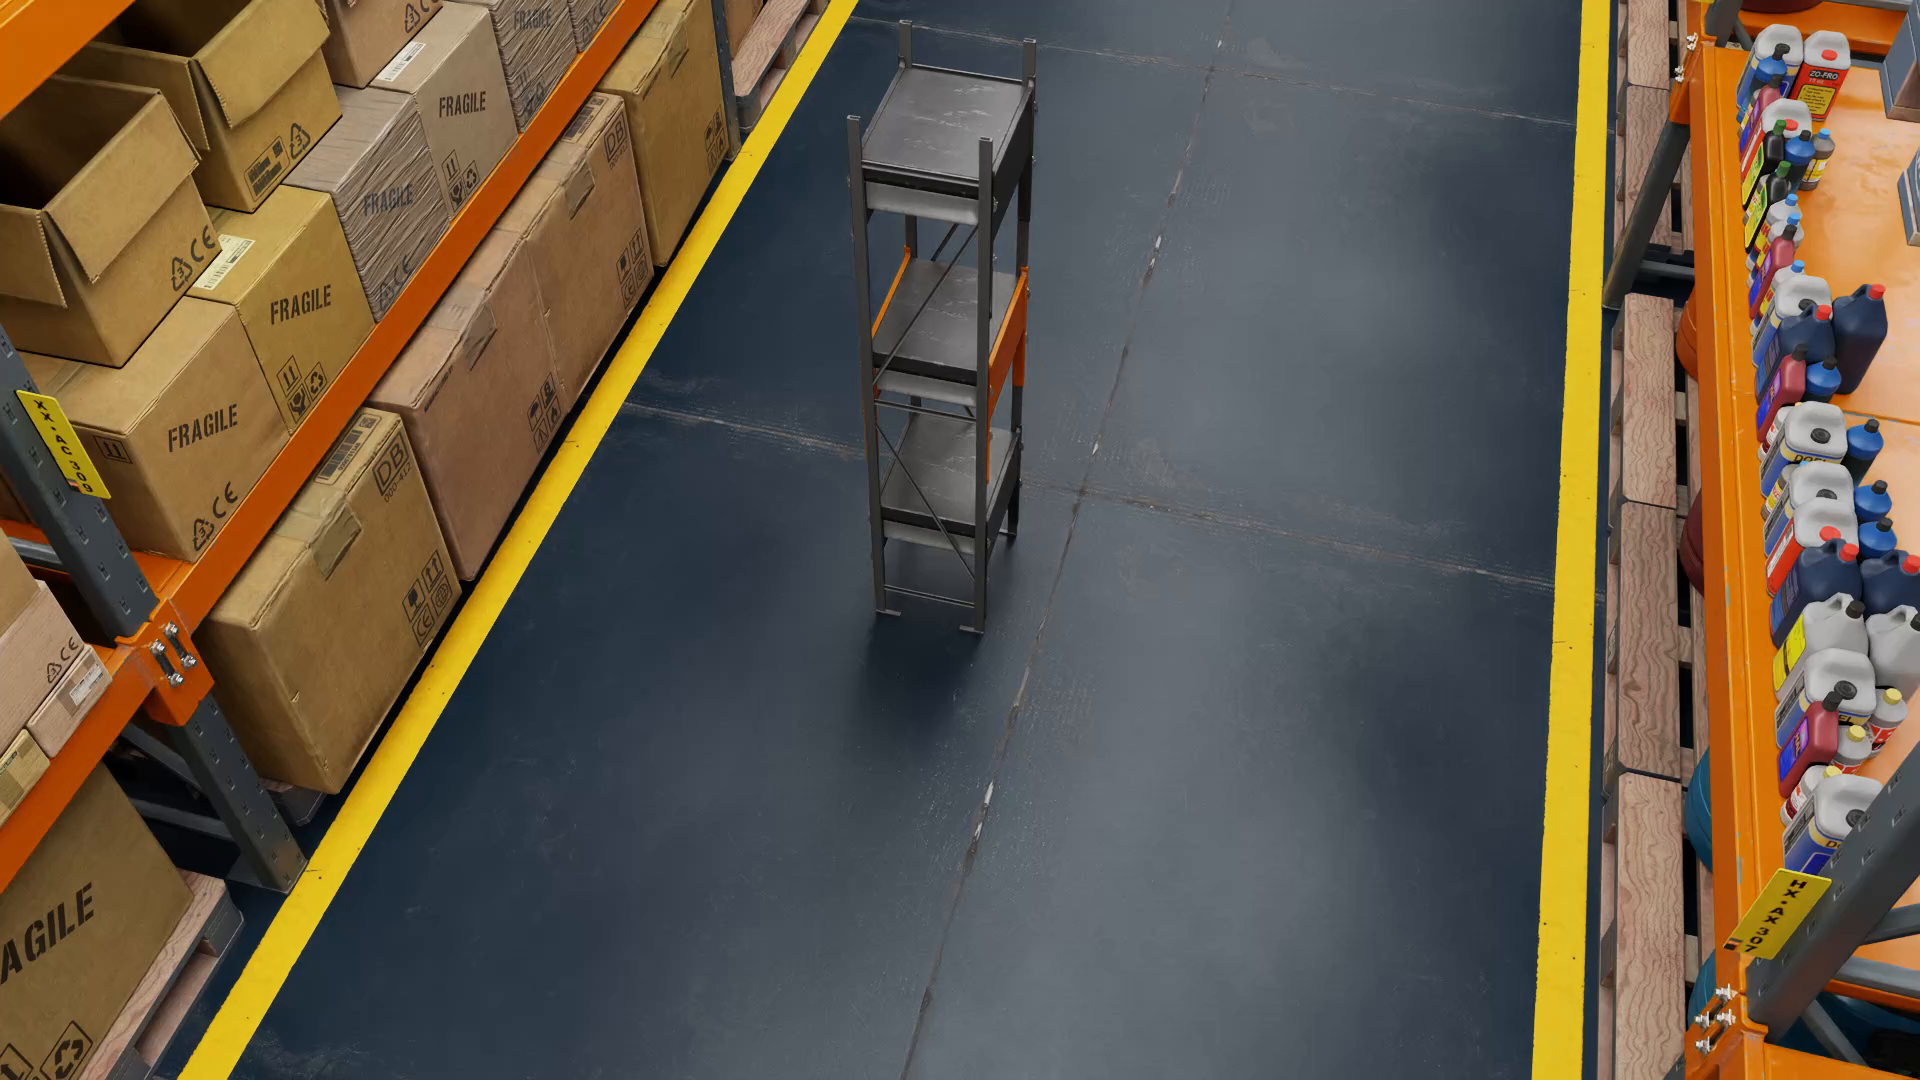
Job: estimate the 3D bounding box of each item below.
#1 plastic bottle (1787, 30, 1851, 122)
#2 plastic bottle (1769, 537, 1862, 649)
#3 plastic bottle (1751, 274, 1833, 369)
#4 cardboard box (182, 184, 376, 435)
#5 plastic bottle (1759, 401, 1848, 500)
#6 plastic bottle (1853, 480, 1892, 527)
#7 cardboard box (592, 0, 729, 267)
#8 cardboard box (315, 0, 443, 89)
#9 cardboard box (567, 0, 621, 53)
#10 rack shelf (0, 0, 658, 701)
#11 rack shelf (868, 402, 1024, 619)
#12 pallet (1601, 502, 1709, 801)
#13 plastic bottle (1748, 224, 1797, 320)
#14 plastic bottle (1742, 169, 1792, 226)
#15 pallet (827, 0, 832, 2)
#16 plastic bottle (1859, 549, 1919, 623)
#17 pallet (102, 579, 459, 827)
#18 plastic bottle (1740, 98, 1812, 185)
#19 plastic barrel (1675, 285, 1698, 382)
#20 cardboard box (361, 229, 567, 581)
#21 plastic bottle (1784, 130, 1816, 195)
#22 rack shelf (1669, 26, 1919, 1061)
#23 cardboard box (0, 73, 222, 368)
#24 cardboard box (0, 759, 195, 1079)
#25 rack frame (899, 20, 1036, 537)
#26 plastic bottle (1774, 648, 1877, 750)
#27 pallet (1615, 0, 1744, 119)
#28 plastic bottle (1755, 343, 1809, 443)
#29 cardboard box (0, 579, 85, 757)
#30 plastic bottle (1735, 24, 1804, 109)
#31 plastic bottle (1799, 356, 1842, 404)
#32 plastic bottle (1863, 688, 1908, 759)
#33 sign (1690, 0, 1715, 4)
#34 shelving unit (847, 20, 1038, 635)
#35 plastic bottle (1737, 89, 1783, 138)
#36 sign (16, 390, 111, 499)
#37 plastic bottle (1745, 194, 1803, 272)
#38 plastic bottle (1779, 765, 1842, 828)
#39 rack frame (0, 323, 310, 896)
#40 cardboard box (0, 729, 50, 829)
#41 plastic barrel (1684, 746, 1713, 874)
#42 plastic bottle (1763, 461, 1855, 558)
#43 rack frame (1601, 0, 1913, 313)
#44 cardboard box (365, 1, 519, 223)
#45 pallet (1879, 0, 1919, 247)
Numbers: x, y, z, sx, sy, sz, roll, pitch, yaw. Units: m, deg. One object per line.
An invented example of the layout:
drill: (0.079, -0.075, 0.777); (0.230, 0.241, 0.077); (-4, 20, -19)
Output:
plastic bottle: (2.966, -1.606, 5.750); (0.152, 0.276, 0.135); (12, 50, 10)
plastic bottle: (2.167, 0.120, 4.176); (0.144, 0.351, 0.185); (12, 50, 10)
plastic bottle: (2.454, -0.633, 4.891); (0.152, 0.276, 0.135); (12, 50, 10)
cardboard box: (-2.092, -0.691, 4.792); (0.500, 0.500, 0.500); (12, 50, 10)
plastic bottle: (2.309, -0.235, 4.540); (0.152, 0.276, 0.135); (12, 50, 10)
plastic bottle: (2.374, -0.055, 4.383); (0.097, 0.271, 0.097); (0, 49, 0)
cardboard box: (-1.735, -1.845, 7.014); (1.225, 0.875, 0.875); (9, 49, 8)
cardboard box: (-2.086, -1.786, 5.090); (0.797, 0.503, 0.637); (13, 50, 11)
cardboard box: (-1.561, -2.172, 6.099); (0.500, 0.500, 0.500); (11, 50, 10)
rack shelf: (-2.060, -1.219, 5.805); (1.077, 0.370, 4.000); (12, 50, 10)
rack shelf: (-0.044, -0.103, 5.892); (0.431, 0.518, 0.480); (12, 50, 10)
pallet: (2.755, 0.454, 5.708); (1.003, 0.211, 1.213); (12, 50, 10)
plastic bottle: (2.471, -0.812, 5.044); (0.061, 0.283, 0.133); (12, 50, 10)
plastic bottle: (2.605, -1.102, 5.354); (0.097, 0.201, 0.097); (0, 49, 0)
pallet: (-1.003, -3.426, 9.133); (1.003, 0.211, 1.213); (12, 50, 10)
plastic bottle: (2.306, 0.148, 4.151); (0.144, 0.351, 0.185); (12, 50, 10)
pallet: (-2.456, 0.339, 5.810); (1.003, 0.211, 1.213); (12, 50, 10)
plastic bottle: (2.697, -1.302, 5.481); (0.152, 0.276, 0.135); (12, 50, 10)
plastic barrel: (3.133, -0.990, 6.291); (0.600, 0.830, 0.708); (12, 50, 10)
cardboard box: (-2.203, -0.560, 5.881); (1.225, 0.875, 0.875); (10, 49, 9)
plastic bottle: (2.699, -1.210, 5.403); (0.097, 0.271, 0.097); (0, 49, 0)
rack shelf: (2.719, -0.242, 4.943); (1.077, 0.370, 4.000); (12, 50, 10)
cardboard box: (-2.426, -0.839, 4.254); (0.797, 0.503, 0.637); (10, 49, 9)
cardboard box: (-2.837, 1.015, 4.490); (0.875, 0.875, 0.875); (12, 50, 10)
rack frame: (0.021, -0.752, 5.513); (0.400, 2.100, 0.015); (12, 50, 10)
plastic bottle: (2.080, 0.395, 3.984); (0.152, 0.276, 0.135); (12, 50, 10)
pallet: (3.809, -2.436, 8.259); (1.003, 0.211, 1.213); (12, 50, 10)
plastic bottle: (2.326, -0.414, 4.692); (0.061, 0.283, 0.133); (12, 50, 10)
cardboard box: (-2.449, 0.312, 3.876); (0.500, 0.250, 0.500); (11, 49, 9)
plastic bottle: (2.819, -1.636, 5.776); (0.152, 0.276, 0.135); (12, 50, 10)
plastic bottle: (2.407, -0.407, 4.695); (0.097, 0.271, 0.097); (0, 49, 0)
plastic bottle: (2.205, 0.431, 4.002); (0.097, 0.201, 0.097); (0, 49, 0)
sign: (2.712, -2.084, 5.980); (0.100, 0.325, 0.005); (12, 50, 10)
shelving unit: (-0.044, -0.575, 5.357); (0.431, 2.100, 0.503); (12, 50, 10)
plastic bottle: (2.737, -1.463, 5.673); (0.097, 0.201, 0.097); (0, 49, 0)
sign: (-2.050, -0.215, 3.809); (0.100, 0.325, 0.005); (12, 50, 10)
plastic bottle: (2.545, -0.958, 5.181); (0.097, 0.271, 0.097); (0, 49, 0)
plastic bottle: (1.988, 0.594, 3.857); (0.097, 0.201, 0.097); (0, 49, 0)
rack frame: (-2.586, -0.011, 4.259); (1.000, 3.000, 0.127); (12, 50, 10)
cardboard box: (-2.418, 0.544, 3.936); (0.380, 0.149, 0.250); (12, 50, 11)
plastic barrel: (2.538, 0.620, 4.822); (0.600, 0.901, 0.708); (12, 50, 10)
plastic bottle: (2.248, -0.067, 4.392); (0.152, 0.276, 0.135); (12, 50, 10)
rack frame: (3.245, -1.926, 5.950); (1.000, 3.000, 0.127); (12, 50, 10)
cardboard box: (-1.829, -1.428, 5.443); (0.500, 0.500, 0.500); (12, 50, 11)
pallet: (2.304, -0.550, 2.860); (1.213, 0.211, 1.003); (12, 50, 10)
